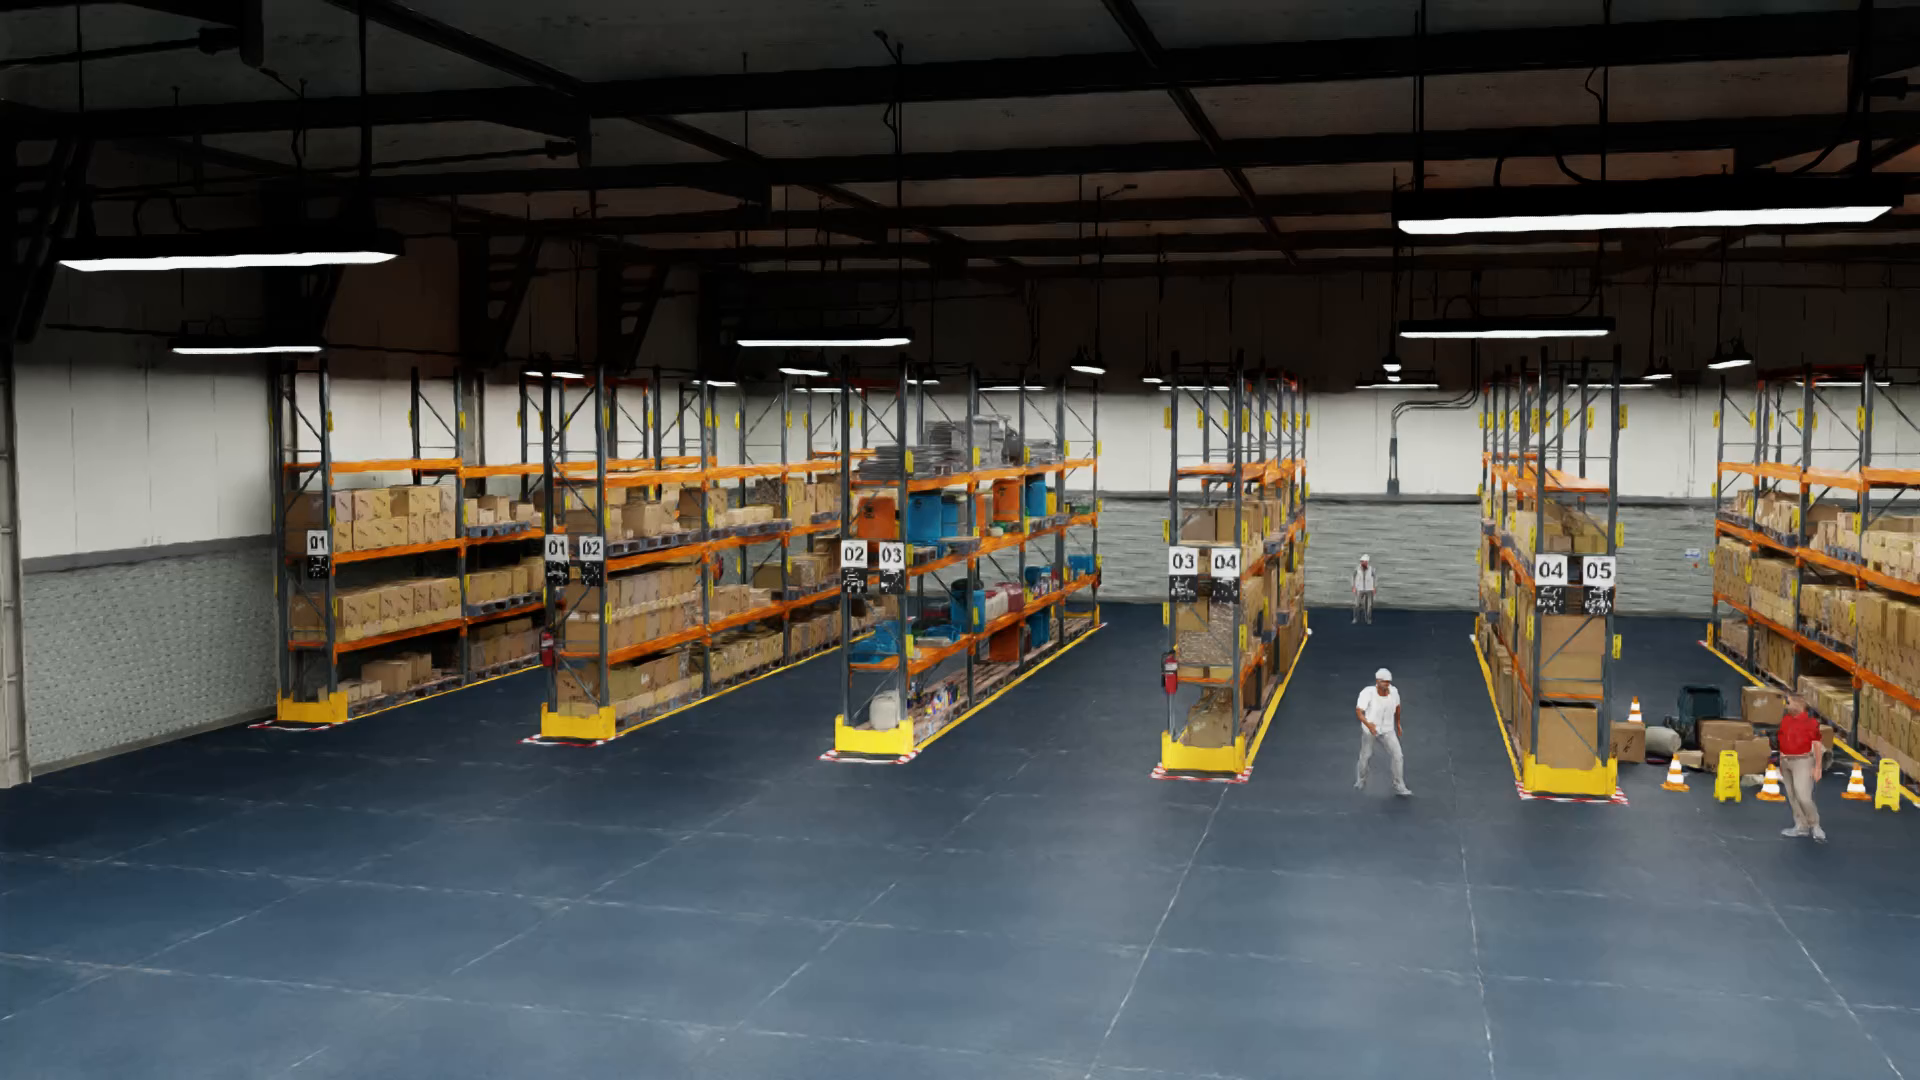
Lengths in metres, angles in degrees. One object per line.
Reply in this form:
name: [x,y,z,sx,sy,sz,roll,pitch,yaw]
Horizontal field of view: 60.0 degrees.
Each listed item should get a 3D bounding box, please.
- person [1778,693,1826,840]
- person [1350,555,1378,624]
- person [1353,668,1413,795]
person: [10.083,2.700,19.931,0.426,1.720,0.659,-1,4,-17]
person: [9.929,1.210,40.872,0.677,1.726,0.574,1,4,13]
person: [5.628,2.540,22.307,0.713,1.698,0.809,0,4,-3]
